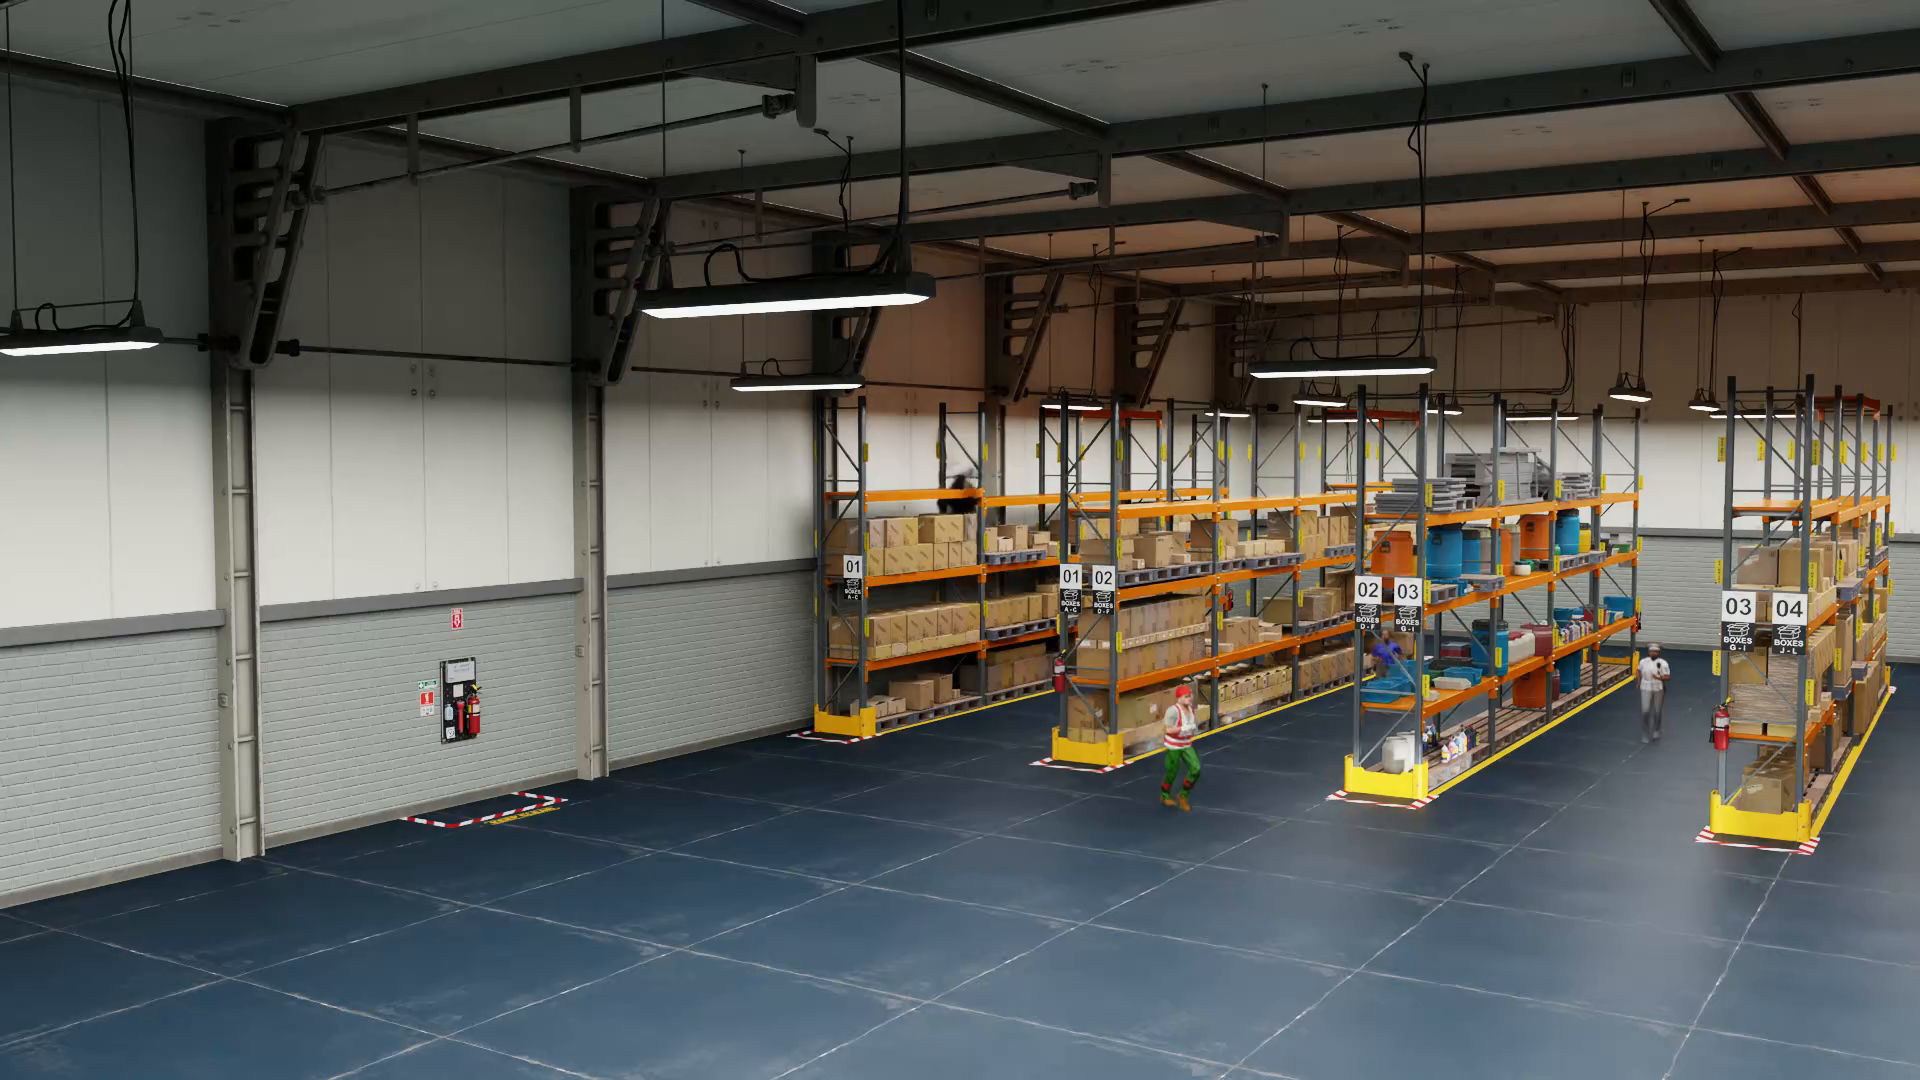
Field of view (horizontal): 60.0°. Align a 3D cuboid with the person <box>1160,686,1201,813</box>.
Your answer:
[{"bbox_3d":[3.050,2.902,23.124,0.620,1.784,0.829,-2,3,-28],"label":"person"}]

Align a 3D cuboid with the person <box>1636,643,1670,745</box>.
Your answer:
[{"bbox_3d":[11.982,2.650,28.775,0.545,1.753,0.768,1,3,24],"label":"person"}]

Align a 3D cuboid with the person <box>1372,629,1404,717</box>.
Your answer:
[{"bbox_3d":[8.094,2.523,31.566,0.544,1.664,0.688,1,3,26],"label":"person"}]
